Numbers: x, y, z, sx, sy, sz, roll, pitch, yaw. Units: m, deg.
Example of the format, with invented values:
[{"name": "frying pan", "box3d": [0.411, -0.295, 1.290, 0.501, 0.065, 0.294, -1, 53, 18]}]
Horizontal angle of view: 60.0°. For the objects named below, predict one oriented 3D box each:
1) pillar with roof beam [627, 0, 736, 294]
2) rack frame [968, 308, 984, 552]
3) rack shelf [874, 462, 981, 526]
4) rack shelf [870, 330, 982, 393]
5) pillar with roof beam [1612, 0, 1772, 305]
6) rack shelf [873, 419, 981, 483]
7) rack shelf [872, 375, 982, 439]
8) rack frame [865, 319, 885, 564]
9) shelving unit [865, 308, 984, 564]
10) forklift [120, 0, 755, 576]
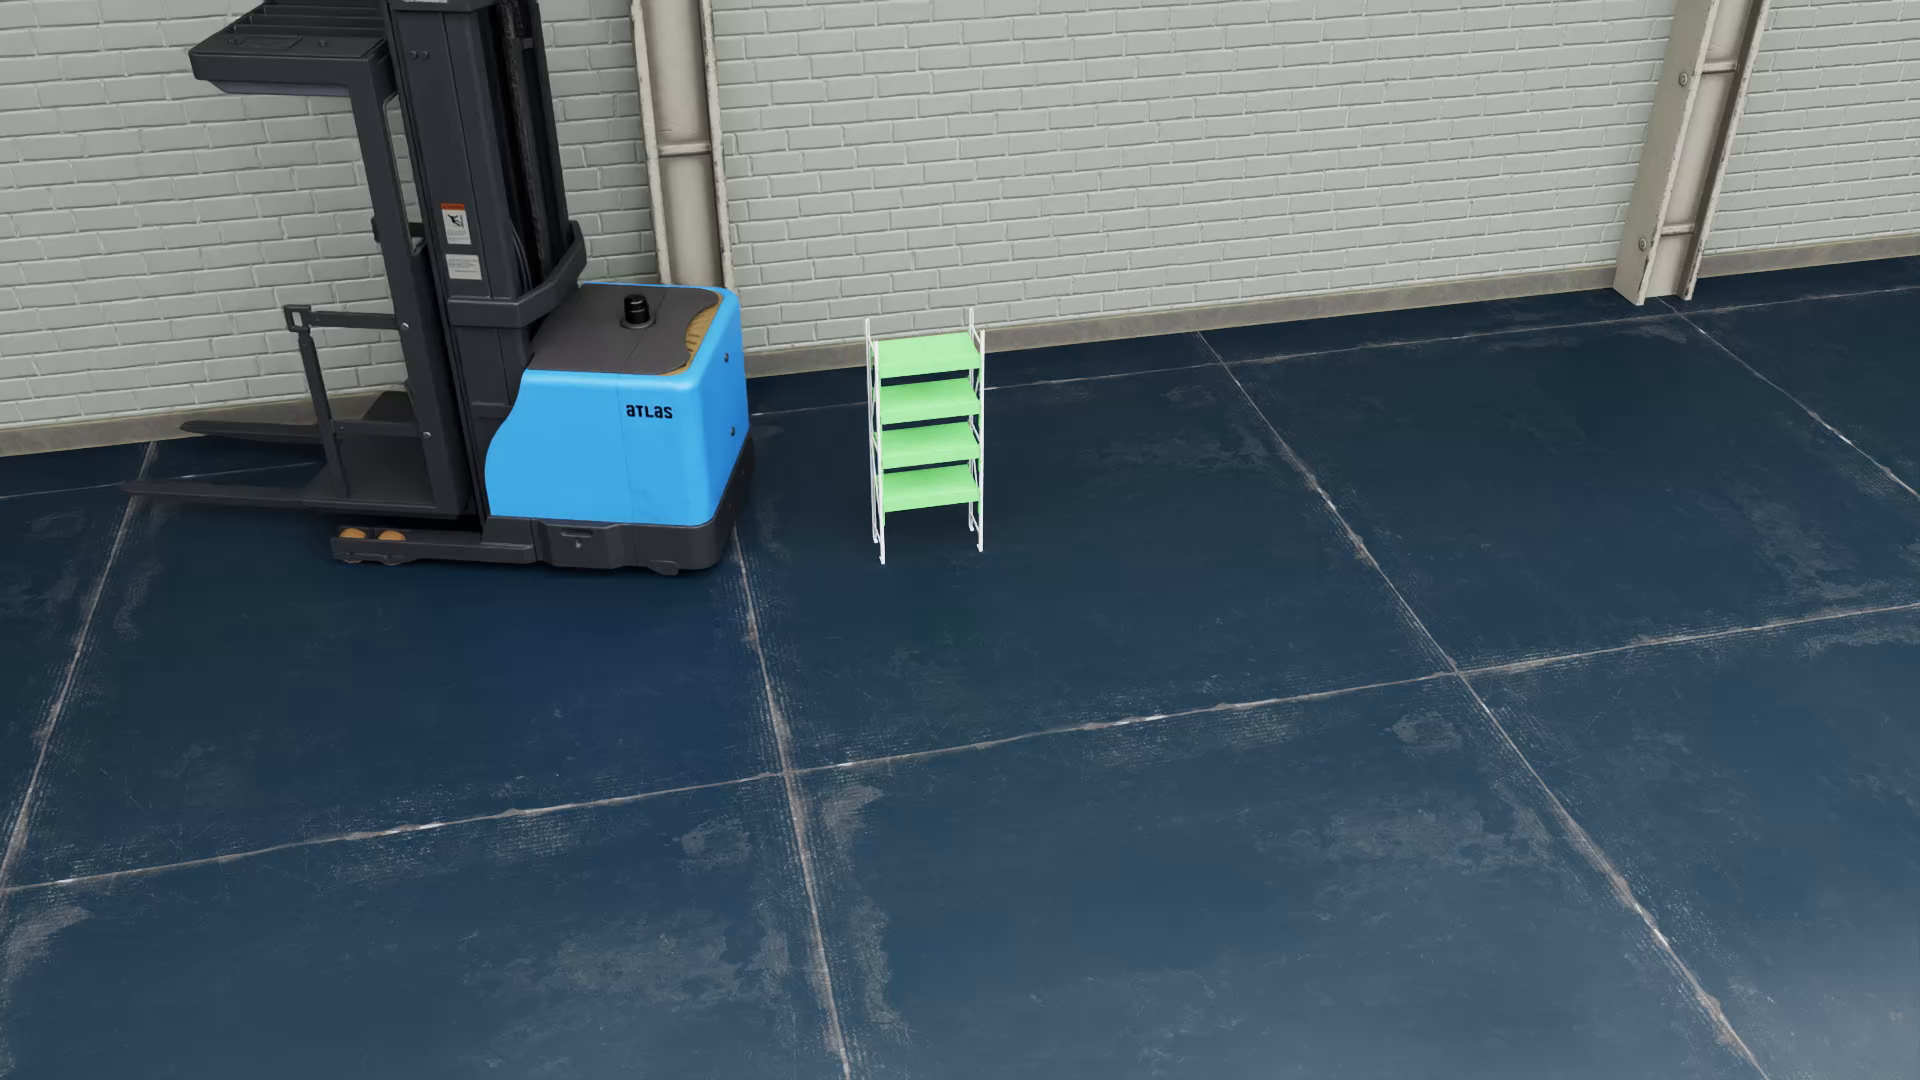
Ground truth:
[{"name": "pillar with roof beam", "box3d": [-0.498, -2.241, 3.513, 0.400, 9.000, 9.100, -7, 35, -11]}, {"name": "rack frame", "box3d": [0.077, -0.508, 7.930, 0.015, 1.200, 0.240, -7, 35, -11]}, {"name": "rack shelf", "box3d": [-0.161, -0.226, 8.055, 0.480, 0.148, 0.258, -7, 35, -11]}, {"name": "rack shelf", "box3d": [-0.161, -0.823, 7.653, 0.480, 0.148, 0.258, -7, 35, -11]}, {"name": "pillar with roof beam", "box3d": [5.354, -2.978, 4.612, 0.400, 9.000, 9.100, -7, 35, -11]}, {"name": "rack shelf", "box3d": [-0.161, -0.425, 7.921, 0.480, 0.148, 0.258, -7, 35, -11]}, {"name": "rack shelf", "box3d": [-0.161, -0.624, 7.787, 0.480, 0.148, 0.258, -7, 35, -11]}, {"name": "rack frame", "box3d": [-0.399, -0.448, 7.841, 0.015, 1.200, 0.240, -7, 35, -11]}, {"name": "shelving unit", "box3d": [-0.161, -0.478, 7.885, 0.503, 1.200, 0.258, -7, 35, -11]}, {"name": "forklift", "box3d": [-2.619, -1.383, 7.681, 3.031, 2.935, 1.130, 3, 34, 5]}]
